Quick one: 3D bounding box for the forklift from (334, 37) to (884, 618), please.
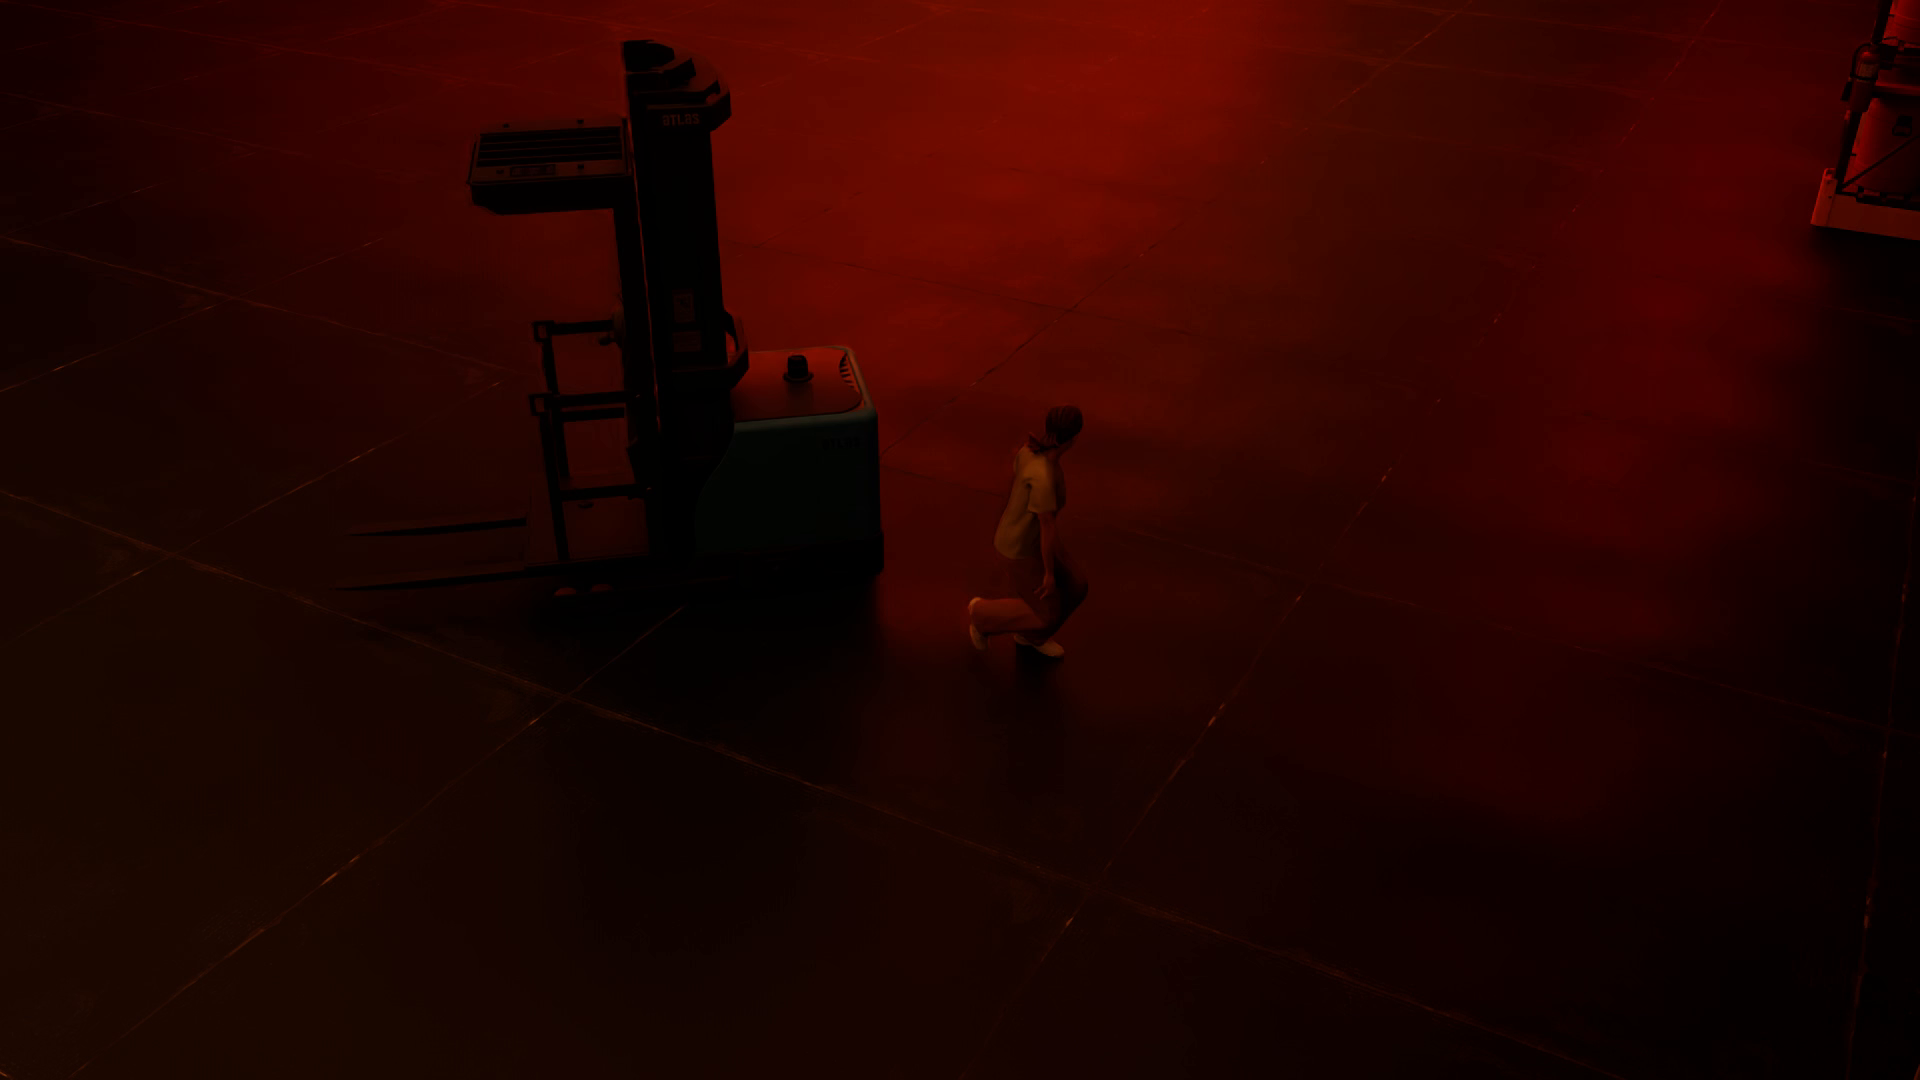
[{"bbox_3d":[-2.008,-1.125,9.020,3.031,2.935,1.130,-6,30,-10],"label":"forklift"}]

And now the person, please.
[{"bbox_3d":[0.352,-0.020,8.594,0.631,1.472,0.740,7,31,12],"label":"person"}]
